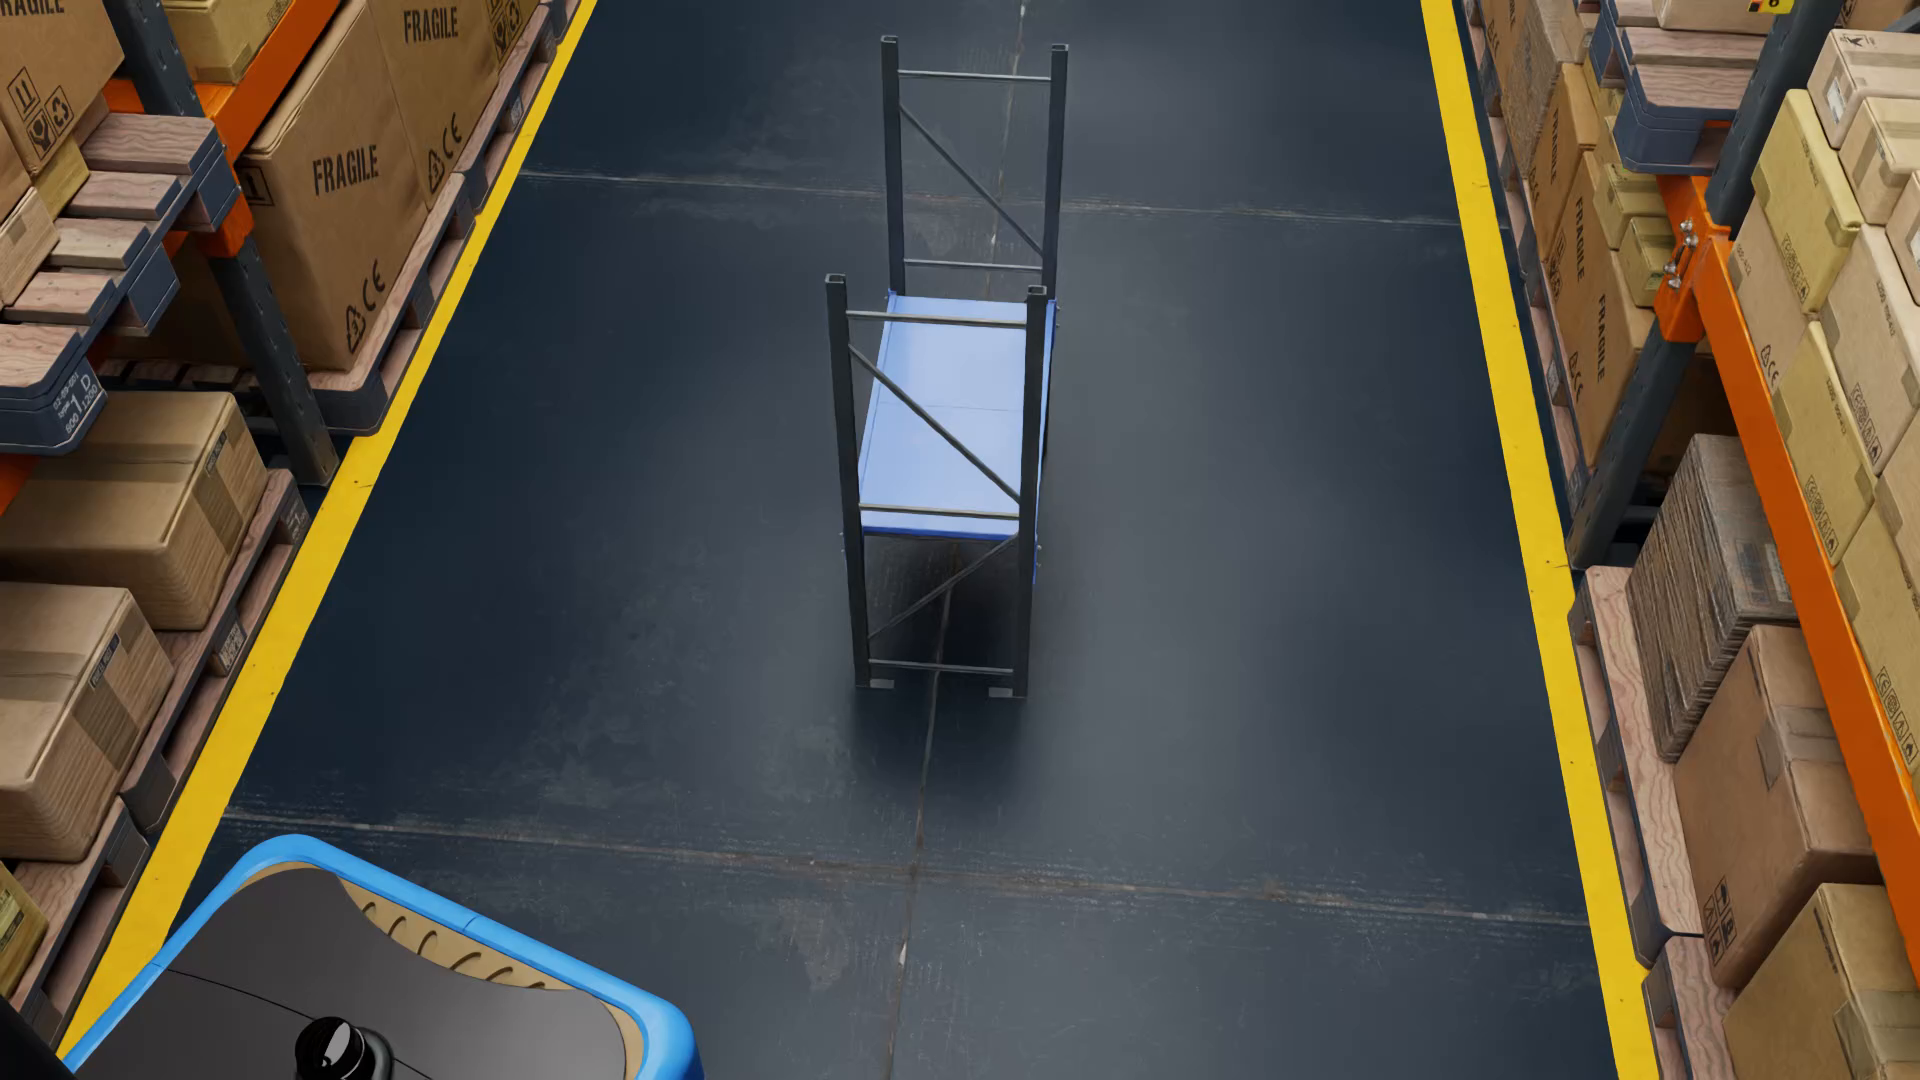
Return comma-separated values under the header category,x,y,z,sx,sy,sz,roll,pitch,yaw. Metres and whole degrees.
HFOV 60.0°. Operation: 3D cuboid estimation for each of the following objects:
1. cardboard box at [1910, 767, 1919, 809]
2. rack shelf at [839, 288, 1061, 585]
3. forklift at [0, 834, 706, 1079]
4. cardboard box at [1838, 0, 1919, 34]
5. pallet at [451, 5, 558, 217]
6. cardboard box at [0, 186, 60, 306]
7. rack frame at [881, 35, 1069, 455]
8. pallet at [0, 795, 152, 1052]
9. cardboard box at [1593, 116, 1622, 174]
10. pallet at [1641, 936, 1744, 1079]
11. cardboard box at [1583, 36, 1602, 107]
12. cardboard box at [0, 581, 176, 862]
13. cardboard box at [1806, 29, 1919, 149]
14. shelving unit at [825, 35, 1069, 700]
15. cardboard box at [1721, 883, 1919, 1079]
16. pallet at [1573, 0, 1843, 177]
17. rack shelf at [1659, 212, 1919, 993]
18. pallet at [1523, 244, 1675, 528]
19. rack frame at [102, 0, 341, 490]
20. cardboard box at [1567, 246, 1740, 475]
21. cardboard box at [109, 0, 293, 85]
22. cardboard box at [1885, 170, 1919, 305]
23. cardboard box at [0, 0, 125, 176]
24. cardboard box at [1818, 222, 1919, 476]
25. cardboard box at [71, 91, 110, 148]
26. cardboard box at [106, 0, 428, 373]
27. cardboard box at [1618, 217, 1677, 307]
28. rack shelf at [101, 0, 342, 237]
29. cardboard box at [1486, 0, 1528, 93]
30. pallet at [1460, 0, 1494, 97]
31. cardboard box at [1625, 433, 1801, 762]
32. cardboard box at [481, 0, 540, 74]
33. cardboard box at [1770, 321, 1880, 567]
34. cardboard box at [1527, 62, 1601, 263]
category,x,y,z,sx,sy,sz,roll,pitch,yaw
cardboard box,1.975,0.564,2.803,0.500,0.250,0.500,5,48,5
rack shelf,-0.008,-0.322,4.772,0.538,0.185,1.000,4,48,4
forklift,-1.553,1.432,1.954,1.130,2.935,3.031,19,50,17
cardboard box,2.601,-1.468,4.208,0.500,0.500,0.500,6,48,5
pallet,-2.285,-1.784,6.738,1.003,0.211,1.213,4,48,4
cardboard box,-2.271,-0.667,3.713,0.380,0.149,0.250,4,48,3
rack frame,0.039,-0.817,4.981,0.500,1.500,0.032,4,48,4
pallet,-2.732,1.153,4.052,1.003,0.211,1.213,4,48,4
cardboard box,2.253,-1.215,5.299,0.380,0.149,0.250,2,48,2
pallet,2.171,1.512,3.724,1.003,0.211,1.213,4,48,4
cardboard box,2.344,-1.590,5.641,0.380,0.149,0.250,3,48,3
cardboard box,-2.666,0.446,4.305,0.950,0.372,0.625,3,48,3
cardboard box,2.076,-0.964,3.591,0.380,0.149,0.250,5,48,5
shelving unit,-0.008,-0.443,4.639,0.538,1.500,1.048,4,48,4
cardboard box,2.215,1.167,3.474,0.875,0.625,0.625,2,48,2
pallet,2.390,-1.363,4.594,1.213,0.211,1.003,4,48,4
rack shelf,2.216,0.787,2.985,1.077,0.370,4.000,4,48,4
pallet,2.504,-0.530,5.592,1.003,0.211,1.213,4,48,4
rack frame,-2.545,-1.256,4.366,1.000,3.000,0.127,4,48,4
cardboard box,2.223,-0.549,5.128,0.500,0.500,0.500,5,48,5
cardboard box,-2.250,-1.548,4.735,0.500,0.250,0.500,3,48,3
cardboard box,2.055,-0.577,3.237,0.380,0.149,0.250,5,48,5
cardboard box,-2.310,-1.180,3.742,0.500,0.500,0.500,3,48,2
cardboard box,2.068,-0.366,3.315,0.500,0.250,0.500,5,48,5
cardboard box,-2.341,-1.057,4.069,0.380,0.149,0.250,5,48,5
cardboard box,-2.400,-1.183,5.455,0.875,0.875,0.875,3,48,3
cardboard box,2.191,-0.822,4.939,0.380,0.149,0.250,2,48,2
rack shelf,-2.363,-2.483,5.976,1.077,0.370,4.000,4,48,4
cardboard box,2.406,-2.064,6.514,0.500,0.500,0.500,3,48,2
pallet,2.726,-2.323,7.232,1.003,0.211,1.213,4,48,4
cardboard box,2.328,0.192,4.366,0.875,0.625,0.625,5,48,5
cardboard box,-2.232,-2.495,6.655,0.875,0.875,0.875,5,48,5
cardboard box,2.064,-0.196,3.498,0.500,0.250,0.500,3,48,3
cardboard box,2.324,-1.300,5.816,0.500,0.500,0.500,6,48,5
